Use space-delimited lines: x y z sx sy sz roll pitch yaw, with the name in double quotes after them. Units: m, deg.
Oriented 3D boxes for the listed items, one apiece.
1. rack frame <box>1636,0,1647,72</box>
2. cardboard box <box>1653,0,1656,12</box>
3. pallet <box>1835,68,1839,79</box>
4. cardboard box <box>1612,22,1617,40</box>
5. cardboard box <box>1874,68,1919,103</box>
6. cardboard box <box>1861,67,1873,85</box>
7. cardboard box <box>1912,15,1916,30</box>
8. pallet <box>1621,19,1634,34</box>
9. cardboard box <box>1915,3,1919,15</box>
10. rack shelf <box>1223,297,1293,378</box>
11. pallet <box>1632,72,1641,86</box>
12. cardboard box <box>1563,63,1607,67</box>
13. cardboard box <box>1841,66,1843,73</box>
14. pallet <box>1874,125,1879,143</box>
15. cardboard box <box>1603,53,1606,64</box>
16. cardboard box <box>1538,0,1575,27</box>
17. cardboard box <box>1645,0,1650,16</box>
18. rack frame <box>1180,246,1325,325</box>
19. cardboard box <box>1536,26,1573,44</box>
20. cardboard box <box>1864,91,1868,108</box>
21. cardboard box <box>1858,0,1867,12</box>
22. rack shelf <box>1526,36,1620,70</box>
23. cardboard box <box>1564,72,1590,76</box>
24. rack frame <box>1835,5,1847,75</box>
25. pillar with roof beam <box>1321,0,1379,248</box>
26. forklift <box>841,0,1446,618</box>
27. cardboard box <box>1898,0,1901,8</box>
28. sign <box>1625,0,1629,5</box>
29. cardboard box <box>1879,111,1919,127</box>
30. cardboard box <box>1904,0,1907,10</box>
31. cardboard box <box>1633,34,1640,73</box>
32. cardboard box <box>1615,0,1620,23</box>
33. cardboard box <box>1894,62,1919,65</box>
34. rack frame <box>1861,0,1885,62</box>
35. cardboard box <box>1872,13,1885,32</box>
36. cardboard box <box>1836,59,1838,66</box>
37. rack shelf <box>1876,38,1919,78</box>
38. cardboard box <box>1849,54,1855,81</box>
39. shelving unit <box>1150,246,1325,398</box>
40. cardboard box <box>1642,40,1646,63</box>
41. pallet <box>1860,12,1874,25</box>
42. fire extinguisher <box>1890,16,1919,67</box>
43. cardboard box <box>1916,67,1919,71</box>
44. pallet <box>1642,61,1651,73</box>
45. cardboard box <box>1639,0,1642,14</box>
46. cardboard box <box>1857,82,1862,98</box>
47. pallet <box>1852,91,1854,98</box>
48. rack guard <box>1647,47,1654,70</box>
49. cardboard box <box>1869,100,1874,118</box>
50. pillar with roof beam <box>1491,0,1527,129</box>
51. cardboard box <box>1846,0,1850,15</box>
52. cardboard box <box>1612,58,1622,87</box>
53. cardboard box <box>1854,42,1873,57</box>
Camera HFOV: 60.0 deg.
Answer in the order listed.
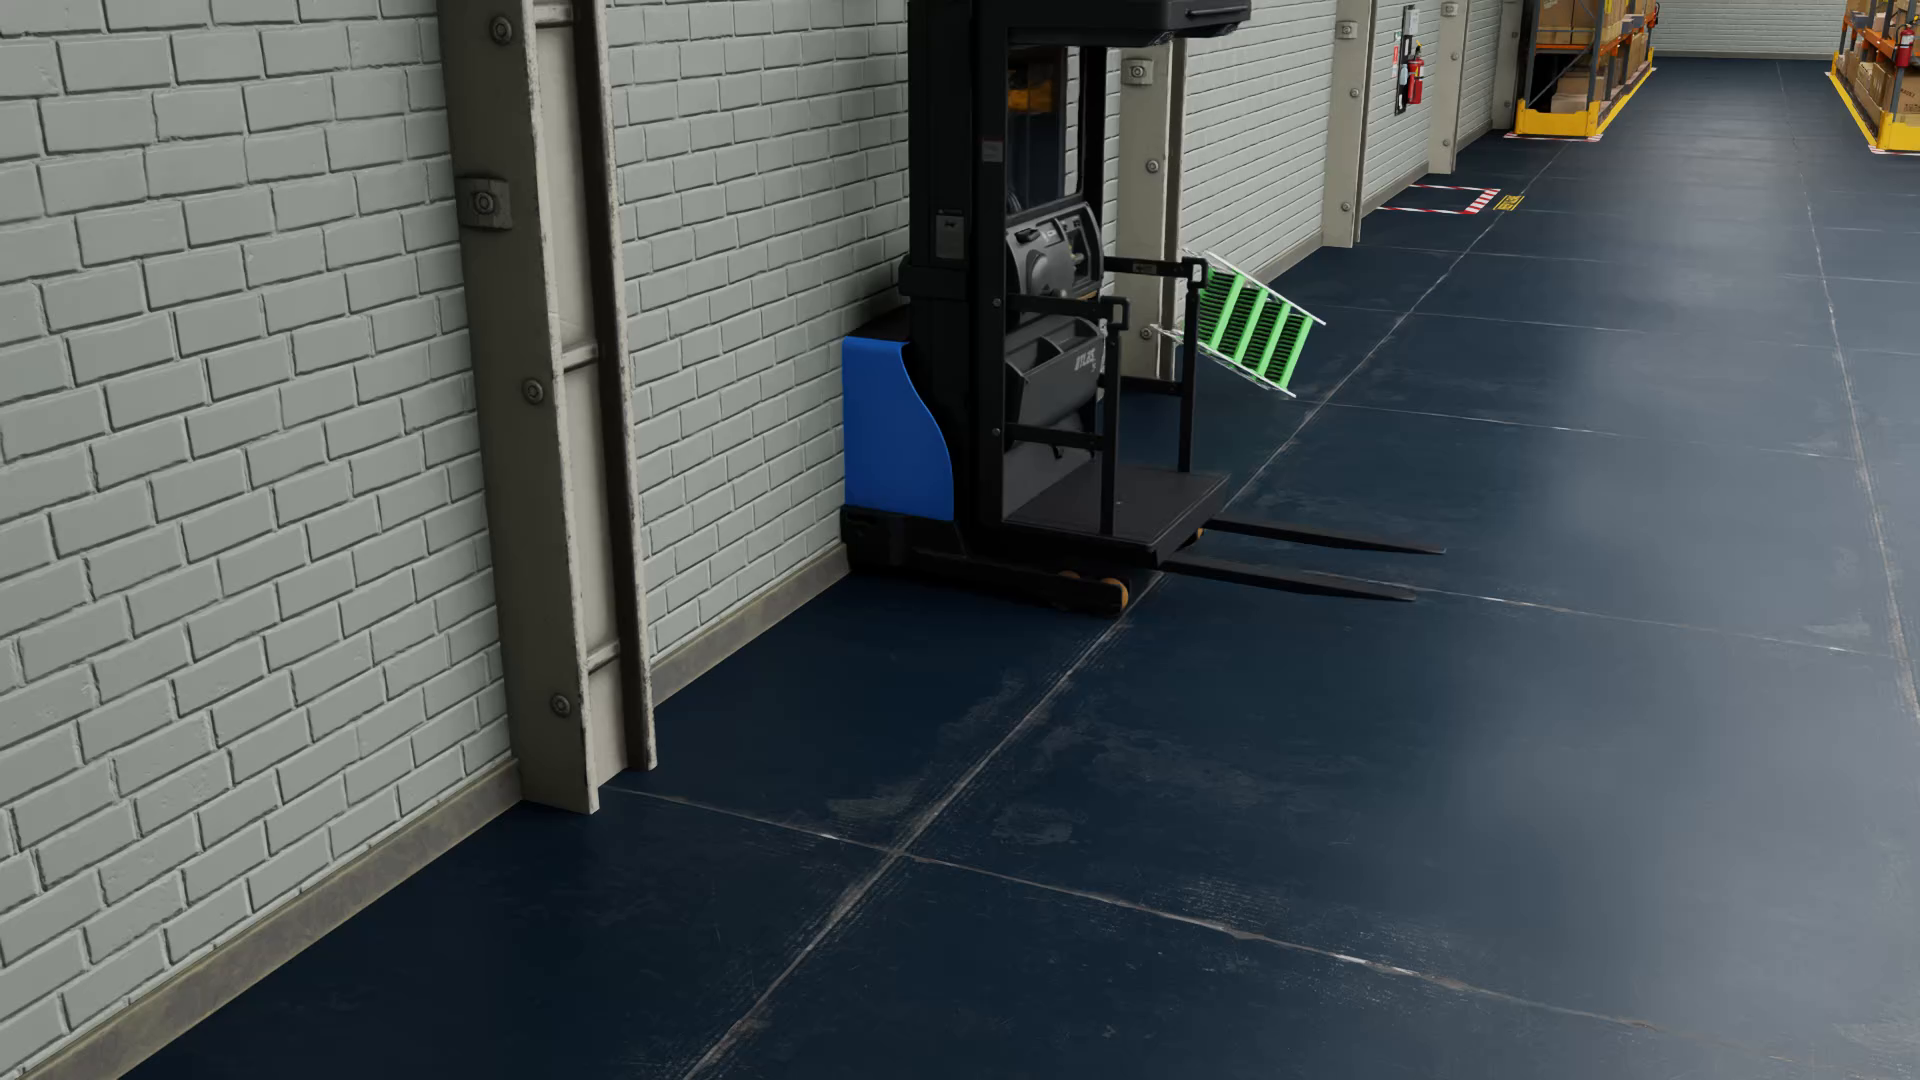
13.975 -11.268 35.175 1.000 3.000 0.127 9 21 23 "rack frame"
15.413 -12.474 38.121 0.980 0.700 0.700 10 22 25 "cardboard box"
19.777 -10.231 36.422 1.003 0.211 1.213 9 21 23 "pallet"
10.173 -8.113 26.500 0.500 0.250 0.500 9 21 23 "cardboard box"
14.132 -6.841 25.087 0.500 0.500 0.500 9 21 23 "cardboard box"
15.747 -7.938 28.454 0.500 0.311 0.500 8 21 22 "cardboard box"
13.995 -7.270 23.785 0.700 0.500 0.500 9 22 24 "cardboard box"
11.145 -8.945 28.931 1.003 0.211 1.213 9 21 23 "pallet"
13.564 -7.416 23.229 0.380 0.149 0.250 8 21 22 "cardboard box"
1.832 -1.269 10.257 0.148 0.480 0.258 20 2 -42 "rack shelf"
13.728 -9.707 34.950 1.003 0.211 1.213 9 21 23 "pallet"
11.151 -8.244 29.746 0.700 0.500 0.500 8 21 22 "cardboard box"
18.569 -9.789 34.616 0.380 0.149 0.250 9 21 23 "cardboard box"
13.857 -5.846 24.093 1.003 0.211 1.213 9 21 23 "pallet"
11.372 -8.727 29.986 0.500 0.250 0.500 8 21 21 "cardboard box"
9.060 -8.065 25.243 0.500 0.500 0.500 8 21 22 "cardboard box"
14.212 -11.572 35.585 0.980 0.700 0.700 9 21 24 "cardboard box"
1.798 -1.542 10.133 1.200 0.015 0.240 20 2 -42 "rack frame"
9.075 -7.707 25.359 0.500 0.250 0.500 9 21 23 "cardboard box"
15.125 -7.212 27.249 0.500 0.250 0.500 8 21 22 "cardboard box"
17.874 -10.501 32.243 0.700 0.500 0.500 12 23 31 "cardboard box"
9.880 -7.872 26.700 1.077 0.370 4.000 9 21 23 "rack shelf"
10.310 -7.529 27.736 0.500 0.500 0.500 7 21 19 "cardboard box"
20.134 -11.812 36.705 1.000 3.000 0.127 9 21 23 "rack frame"
7.572 -6.499 12.815 9.100 9.000 0.400 9 21 23 "pillar with roof beam"
0.598 -1.254 7.122 3.031 2.935 1.130 9 22 25 "forklift"
14.726 -8.285 25.670 0.380 0.149 0.250 8 21 21 "cardboard box"
11.197 -9.158 27.951 0.100 0.325 0.005 9 21 23 "sign"
13.532 -6.027 23.917 0.500 0.250 0.500 9 21 23 "cardboard box"
14.302 -7.967 24.776 0.380 0.149 0.250 8 21 22 "cardboard box"
13.466 -9.964 34.091 0.750 0.750 0.750 9 22 24 "cardboard box"
10.160 -8.462 26.362 0.500 0.500 0.500 9 22 24 "cardboard box"
16.868 -8.339 29.580 0.500 0.311 0.500 9 22 24 "cardboard box"
16.858 -9.366 29.829 1.000 3.000 0.127 9 21 23 "rack frame"
16.315 -9.077 29.150 0.500 0.311 0.500 8 21 22 "cardboard box"
19.546 -10.527 36.664 0.380 0.166 0.250 9 21 23 "cardboard box"
14.401 -7.193 24.792 1.077 0.370 4.000 9 21 23 "rack shelf"
17.655 -9.188 32.401 0.500 0.500 0.500 9 21 23 "cardboard box"
1.708 -1.315 10.140 1.200 0.503 0.258 20 2 -42 "shelving unit"
15.213 -11.130 37.891 0.700 0.500 0.500 8 21 23 "cardboard box"
17.650 -9.871 31.534 1.003 0.211 1.213 9 21 23 "pallet"
13.110 -6.912 23.043 0.296 0.674 0.183 9 21 23 "fire extinguisher"
14.813 -6.923 25.316 0.500 0.500 0.500 9 21 23 "cardboard box"
15.357 -10.921 38.363 1.003 0.211 1.213 9 21 23 "pallet"
13.196 -10.665 32.858 0.500 0.500 0.500 8 21 22 "cardboard box"
15.963 -7.835 29.001 0.500 0.250 0.500 8 21 21 "cardboard box"
17.198 -8.275 30.923 1.003 0.211 1.213 9 21 23 "pallet"
15.623 -11.320 39.053 1.175 0.500 0.348 9 21 23 "rack guard"
14.334 -6.641 25.644 0.500 0.250 0.500 9 21 23 "cardboard box"
12.486 -10.168 23.129 9.100 9.000 0.400 9 21 23 "pillar with roof beam"
19.505 -11.601 35.963 0.500 0.500 0.500 8 21 22 "cardboard box"
12.090 -8.847 31.443 0.700 0.500 0.500 9 21 23 "cardboard box"
17.461 -9.398 31.874 0.500 0.250 0.500 8 21 22 "cardboard box"
